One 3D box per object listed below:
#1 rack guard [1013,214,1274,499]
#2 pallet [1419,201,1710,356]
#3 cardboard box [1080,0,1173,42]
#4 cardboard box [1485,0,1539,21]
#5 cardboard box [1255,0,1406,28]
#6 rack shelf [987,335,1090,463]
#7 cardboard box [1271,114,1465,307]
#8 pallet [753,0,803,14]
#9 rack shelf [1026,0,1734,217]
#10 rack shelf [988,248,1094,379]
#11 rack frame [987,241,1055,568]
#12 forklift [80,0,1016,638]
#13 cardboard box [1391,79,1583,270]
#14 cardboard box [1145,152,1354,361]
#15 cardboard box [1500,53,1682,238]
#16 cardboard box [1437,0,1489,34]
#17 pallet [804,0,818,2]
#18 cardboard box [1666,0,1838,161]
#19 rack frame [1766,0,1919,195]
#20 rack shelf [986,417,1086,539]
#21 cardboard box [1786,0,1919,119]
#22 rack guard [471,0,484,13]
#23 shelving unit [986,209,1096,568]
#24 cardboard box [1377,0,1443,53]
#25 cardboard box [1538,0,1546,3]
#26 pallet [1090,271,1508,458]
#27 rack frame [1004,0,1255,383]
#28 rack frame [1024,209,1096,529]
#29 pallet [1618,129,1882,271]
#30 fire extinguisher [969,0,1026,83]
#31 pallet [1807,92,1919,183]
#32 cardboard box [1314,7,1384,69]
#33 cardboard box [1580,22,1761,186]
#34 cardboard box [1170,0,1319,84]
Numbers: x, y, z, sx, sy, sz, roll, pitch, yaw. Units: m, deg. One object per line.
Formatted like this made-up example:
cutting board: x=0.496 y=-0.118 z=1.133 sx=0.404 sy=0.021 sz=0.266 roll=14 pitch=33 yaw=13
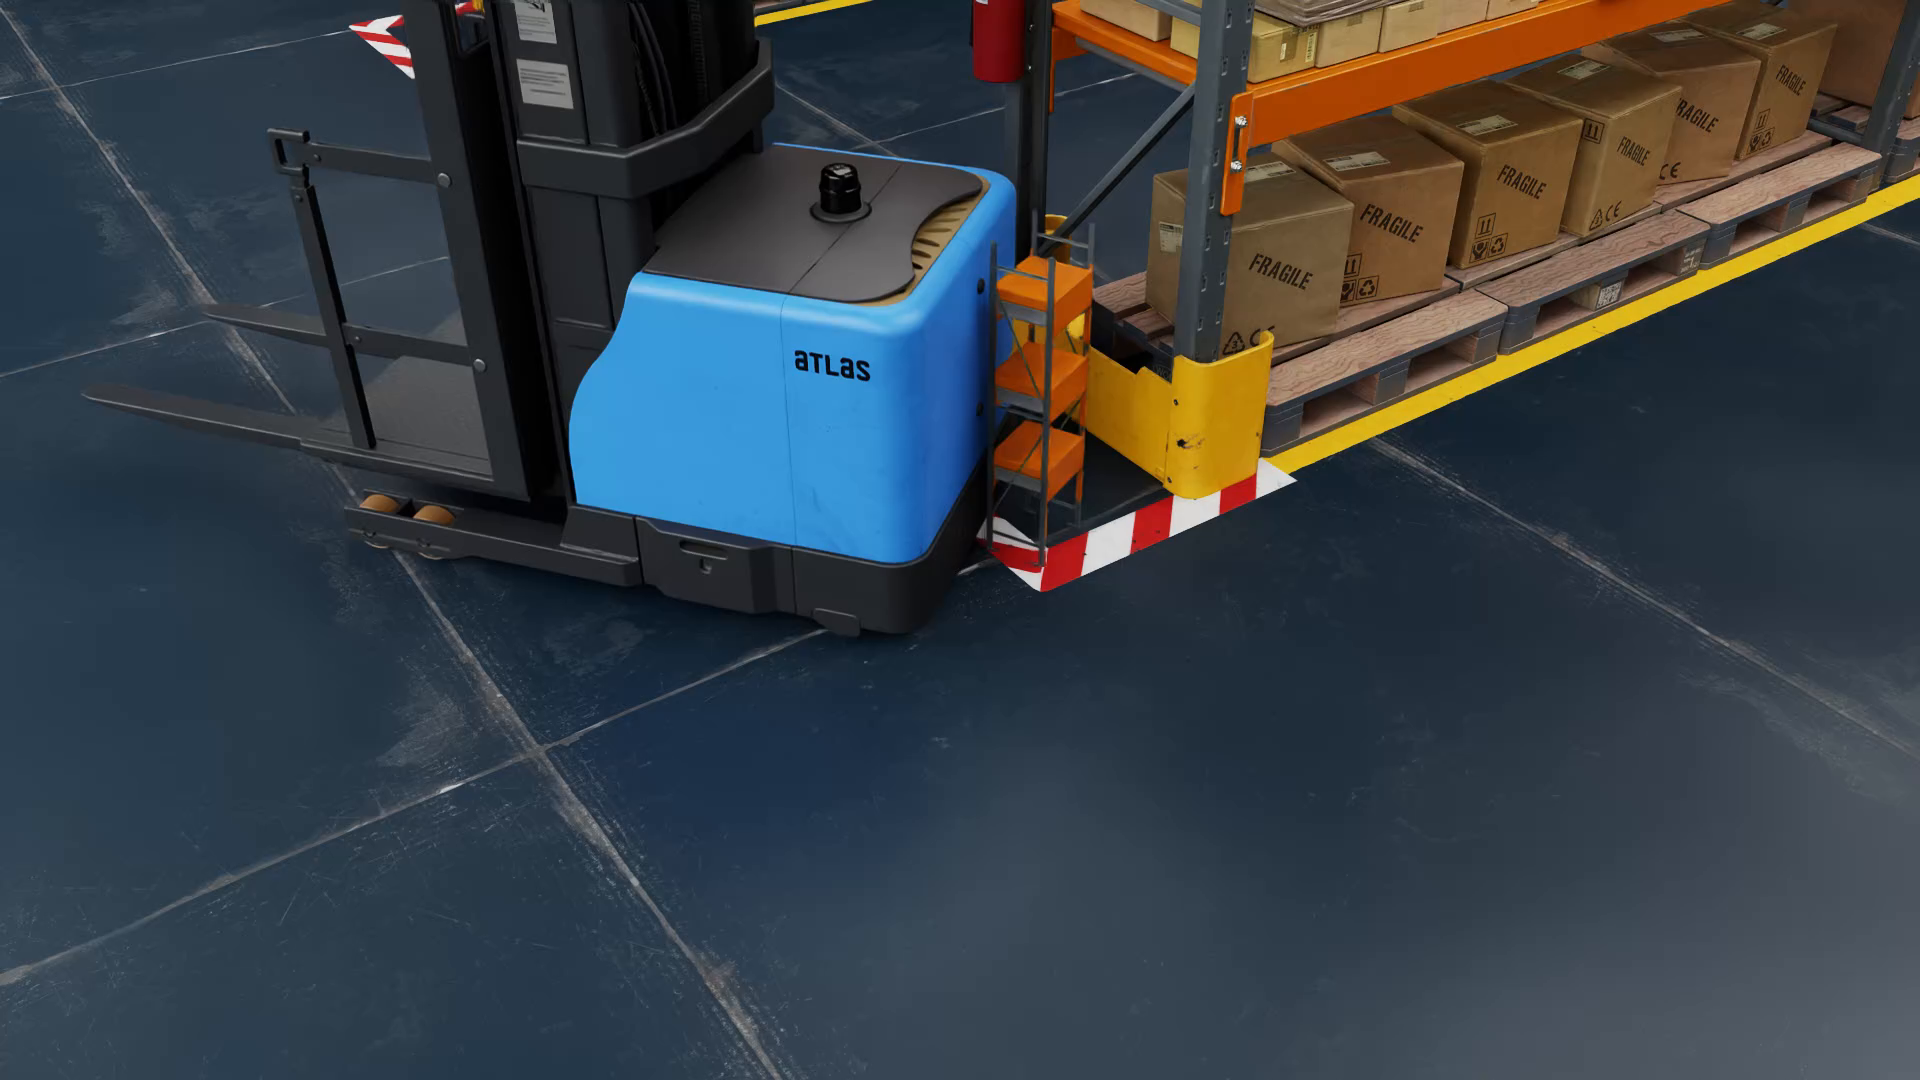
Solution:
rack guard: x=0.548 y=-0.657 z=5.736 sx=0.348 sy=0.500 sz=1.175 roll=-22 pitch=41 yaw=-28
pallet: x=2.228 y=-1.205 z=6.744 sx=1.213 sy=0.211 sz=1.003 roll=-22 pitch=41 yaw=-28
cardboard box: x=0.599 y=-1.739 z=5.314 sx=0.250 sy=0.149 sz=0.380 roll=-22 pitch=41 yaw=-28
cardboard box: x=1.685 y=-1.853 z=5.473 sx=0.250 sy=0.149 sz=0.380 roll=-22 pitch=41 yaw=-28
cardboard box: x=0.951 y=-1.980 z=5.094 sx=0.500 sy=0.500 sz=0.875 roll=-22 pitch=41 yaw=-28
rack shelf: x=0.233 y=-0.423 z=4.957 sx=0.215 sy=0.259 sz=0.240 roll=19 pitch=40 yaw=24
cardboard box: x=1.474 y=-1.222 z=6.161 sx=0.500 sy=0.500 sz=0.500 roll=-12 pitch=37 yaw=-16
pallet: x=-1.666 y=-3.197 z=9.515 sx=1.213 sy=0.211 sz=1.003 roll=-22 pitch=41 yaw=-28
rack shelf: x=2.120 y=-2.027 z=6.116 sx=4.000 sy=0.370 sz=1.077 roll=-22 pitch=41 yaw=-28
rack shelf: x=0.233 y=-0.653 z=4.791 sx=0.215 sy=0.259 sz=0.240 roll=19 pitch=40 yaw=24
rack frame: x=0.171 y=-0.370 z=4.865 sx=0.200 sy=1.050 sz=0.008 roll=19 pitch=40 yaw=24
forklift: x=-1.394 y=-1.409 z=4.699 sx=3.031 sy=2.935 sz=1.130 roll=11 pitch=37 yaw=14
cardboard box: x=1.997 y=-1.423 z=6.441 sx=0.500 sy=0.500 sz=0.500 roll=-18 pitch=40 yaw=-24
cardboard box: x=1.005 y=-1.004 z=5.859 sx=0.500 sy=0.500 sz=0.500 roll=-15 pitch=38 yaw=-20
cardboard box: x=2.479 y=-1.590 z=6.673 sx=0.500 sy=0.500 sz=0.500 roll=-26 pitch=43 yaw=-32
cardboard box: x=1.476 y=-1.773 z=5.361 sx=0.250 sy=0.149 sz=0.380 roll=-22 pitch=41 yaw=-28
pallet: x=-0.669 y=-3.605 z=10.082 sx=1.213 sy=0.211 sz=1.003 roll=-22 pitch=41 yaw=-28
cardboard box: x=3.405 y=-2.032 z=7.288 sx=0.500 sy=0.500 sz=0.500 roll=-24 pitch=42 yaw=-29
rack frame: x=3.755 y=-2.992 z=6.841 sx=0.127 sy=3.000 sz=1.000 roll=-22 pitch=41 yaw=-28
rack shelf: x=0.233 y=-0.197 z=5.119 sx=0.215 sy=0.259 sz=0.240 roll=19 pitch=40 yaw=24
cardboard box: x=4.269 y=-2.352 z=7.716 sx=0.500 sy=0.500 sz=0.700 roll=-26 pitch=43 yaw=-31
rack guard: x=-2.333 y=-3.044 z=9.054 sx=0.348 sy=0.500 sz=1.175 roll=-22 pitch=41 yaw=-28
shelving unit: x=0.233 y=-0.432 z=4.951 sx=0.215 sy=1.050 sz=0.252 roll=19 pitch=40 yaw=24
cardboard box: x=1.284 y=-1.679 z=5.230 sx=0.250 sy=0.149 sz=0.380 roll=-22 pitch=41 yaw=-28
cardboard box: x=1.874 y=-1.950 z=5.608 sx=0.250 sy=0.149 sz=0.380 roll=-22 pitch=41 yaw=-28
pallet: x=1.232 y=-0.797 z=6.177 sx=1.213 sy=0.211 sz=1.003 roll=-22 pitch=41 yaw=-28
rack frame: x=0.485 y=-1.647 z=4.971 sx=0.127 sy=3.000 sz=1.000 roll=-22 pitch=41 yaw=-28
rack frame: x=0.295 y=-0.493 z=5.036 sx=0.200 sy=1.050 sz=0.008 roll=19 pitch=40 yaw=24
pallet: x=3.226 y=-1.617 z=7.318 sx=1.213 sy=0.211 sz=1.003 roll=-22 pitch=41 yaw=-28
fire extinguisher: x=0.126 y=-1.797 z=5.245 sx=0.183 sy=0.674 sz=0.296 roll=-22 pitch=41 yaw=-28
pallet: x=4.391 y=-2.123 z=8.021 sx=1.213 sy=0.211 sz=1.003 roll=-22 pitch=41 yaw=-28
cardboard box: x=1.071 y=-1.602 z=5.123 sx=0.250 sy=0.149 sz=0.380 roll=-22 pitch=41 yaw=-28
cardboard box: x=2.941 y=-1.836 z=7.015 sx=0.500 sy=0.500 sz=0.500 roll=-10 pitch=37 yaw=-14
cardboard box: x=0.856 y=-1.527 z=5.019 sx=0.250 sy=0.149 sz=0.380 roll=-22 pitch=41 yaw=-28
